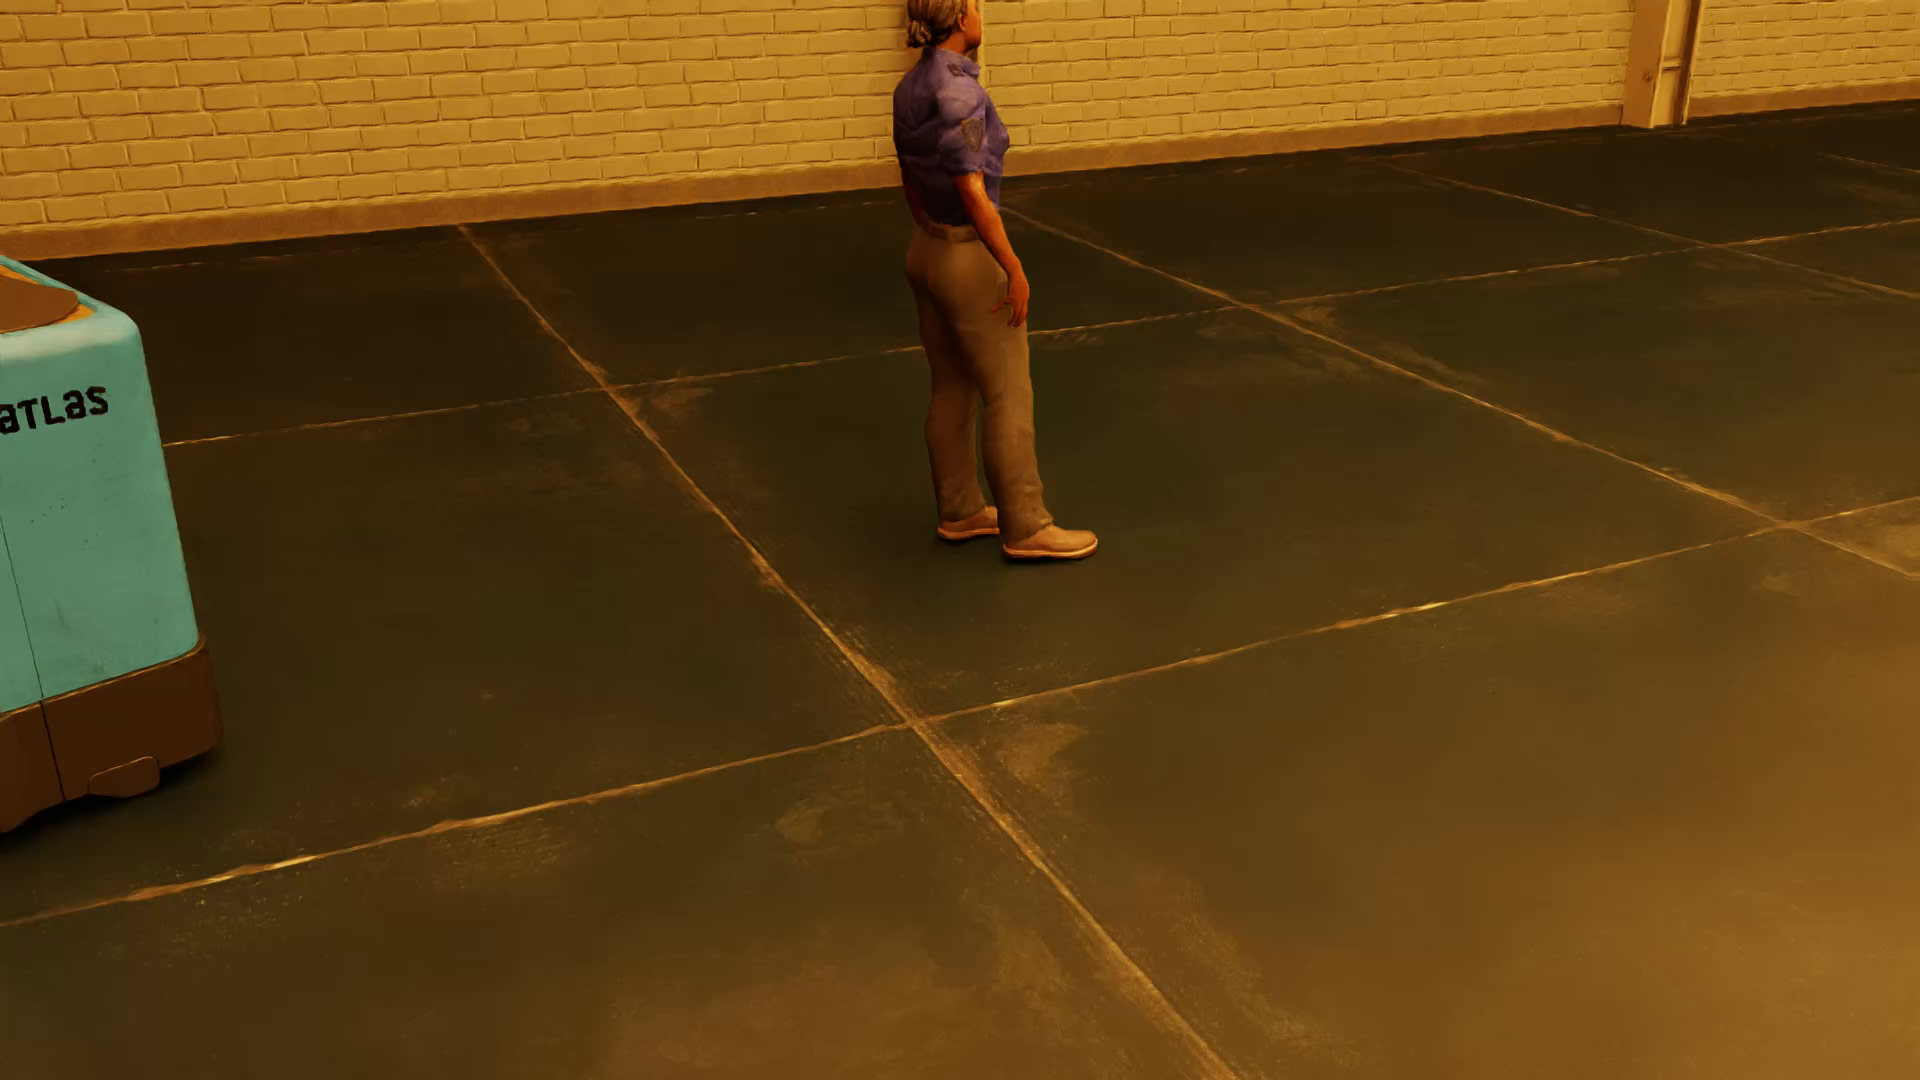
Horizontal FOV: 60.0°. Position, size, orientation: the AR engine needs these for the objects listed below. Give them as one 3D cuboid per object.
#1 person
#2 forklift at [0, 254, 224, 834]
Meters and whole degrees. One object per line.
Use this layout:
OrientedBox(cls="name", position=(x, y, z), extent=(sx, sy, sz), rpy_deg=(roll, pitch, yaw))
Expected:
OrientedBox(cls="person", position=(0.088, -0.778, 4.805), extent=(0.503, 1.654, 0.570), rpy_deg=(-10, 25, -23))
OrientedBox(cls="forklift", position=(-3.091, -0.557, 2.627), extent=(1.130, 2.935, 3.031), rpy_deg=(21, 30, 41))
